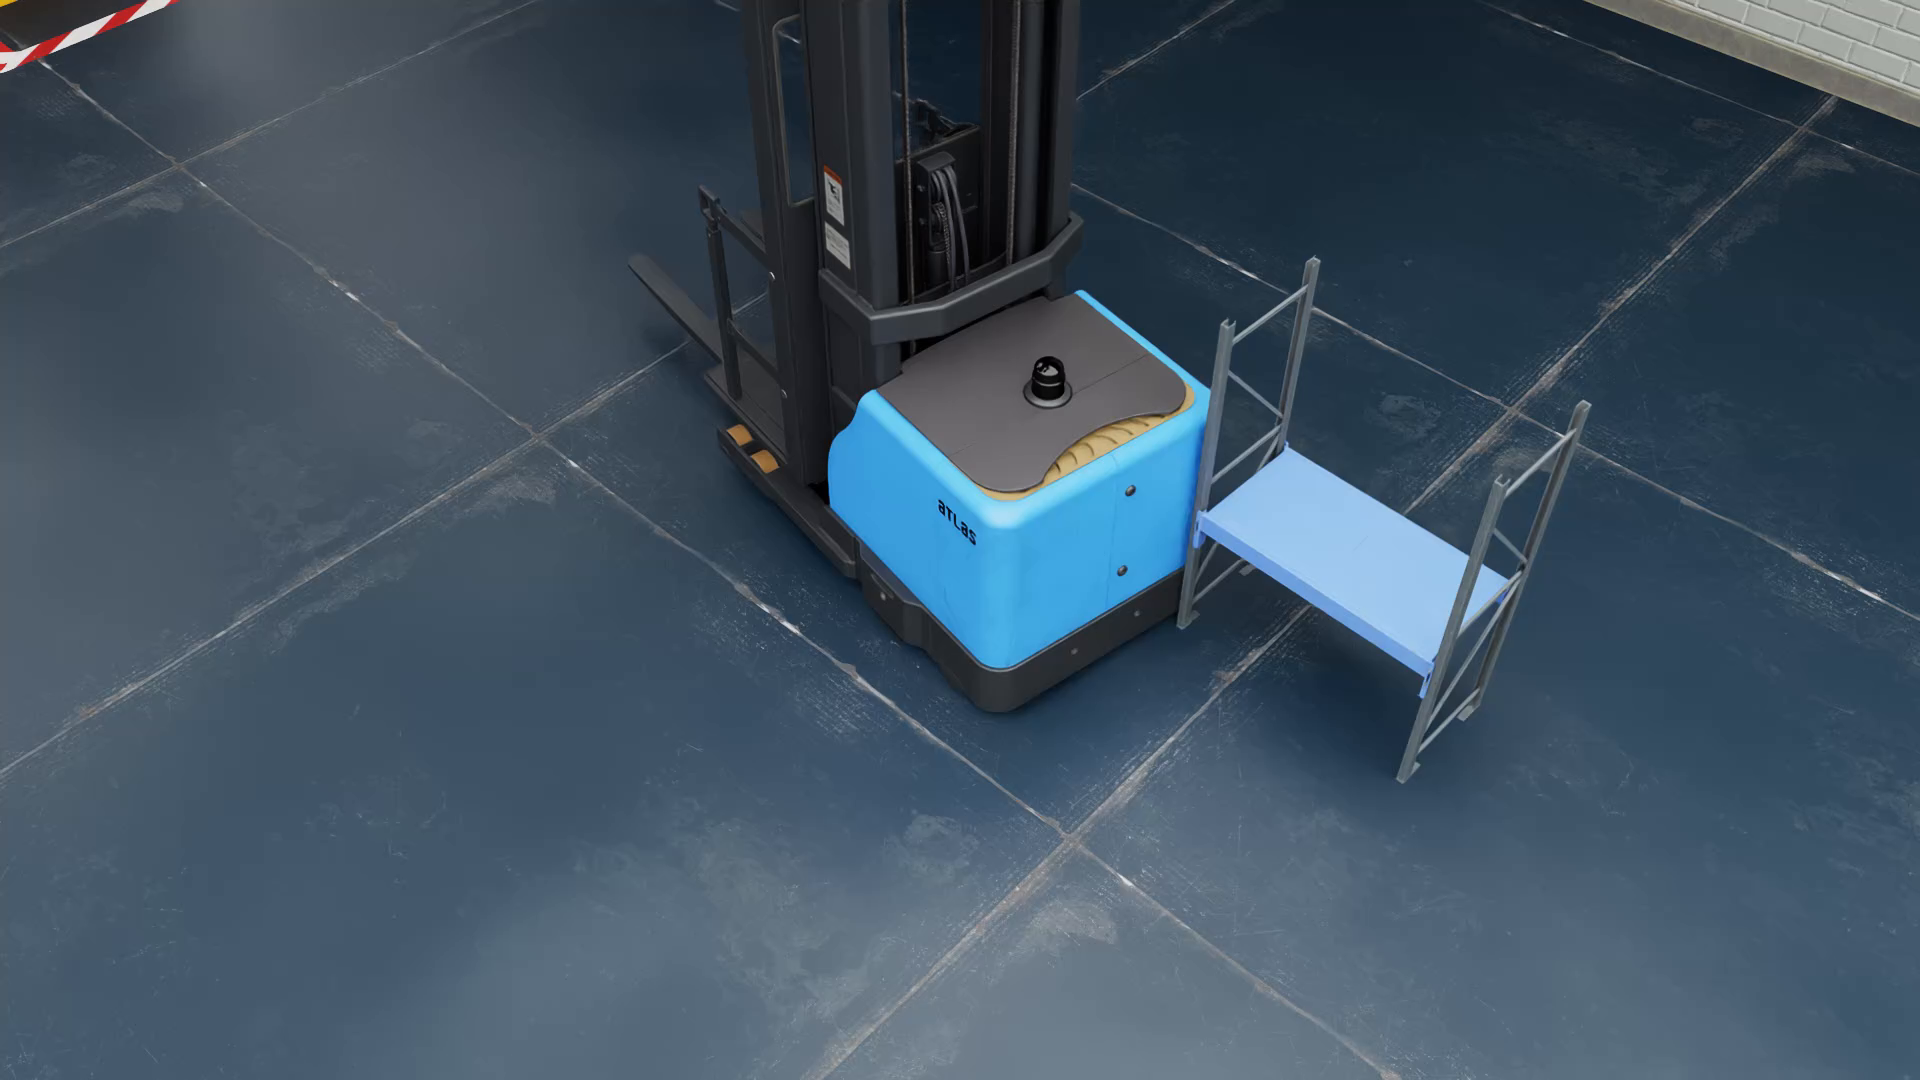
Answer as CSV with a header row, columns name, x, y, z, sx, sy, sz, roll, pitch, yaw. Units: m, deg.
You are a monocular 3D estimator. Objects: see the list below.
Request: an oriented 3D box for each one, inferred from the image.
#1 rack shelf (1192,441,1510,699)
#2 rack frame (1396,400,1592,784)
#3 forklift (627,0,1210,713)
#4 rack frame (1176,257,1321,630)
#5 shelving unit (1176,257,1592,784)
name,x,y,z,sx,sy,sz,roll,pitch,yaw
rack shelf,1.383,0.083,5.890,1.000,0.185,0.538,36,56,29
rack frame,1.744,0.221,5.514,0.032,1.500,0.500,36,56,29
forklift,-0.364,-1.407,6.060,1.130,2.935,3.031,-28,53,-24
rack frame,1.022,-0.301,6.004,0.032,1.500,0.500,36,56,29
shelving unit,1.383,-0.040,5.759,1.048,1.500,0.538,36,56,29
